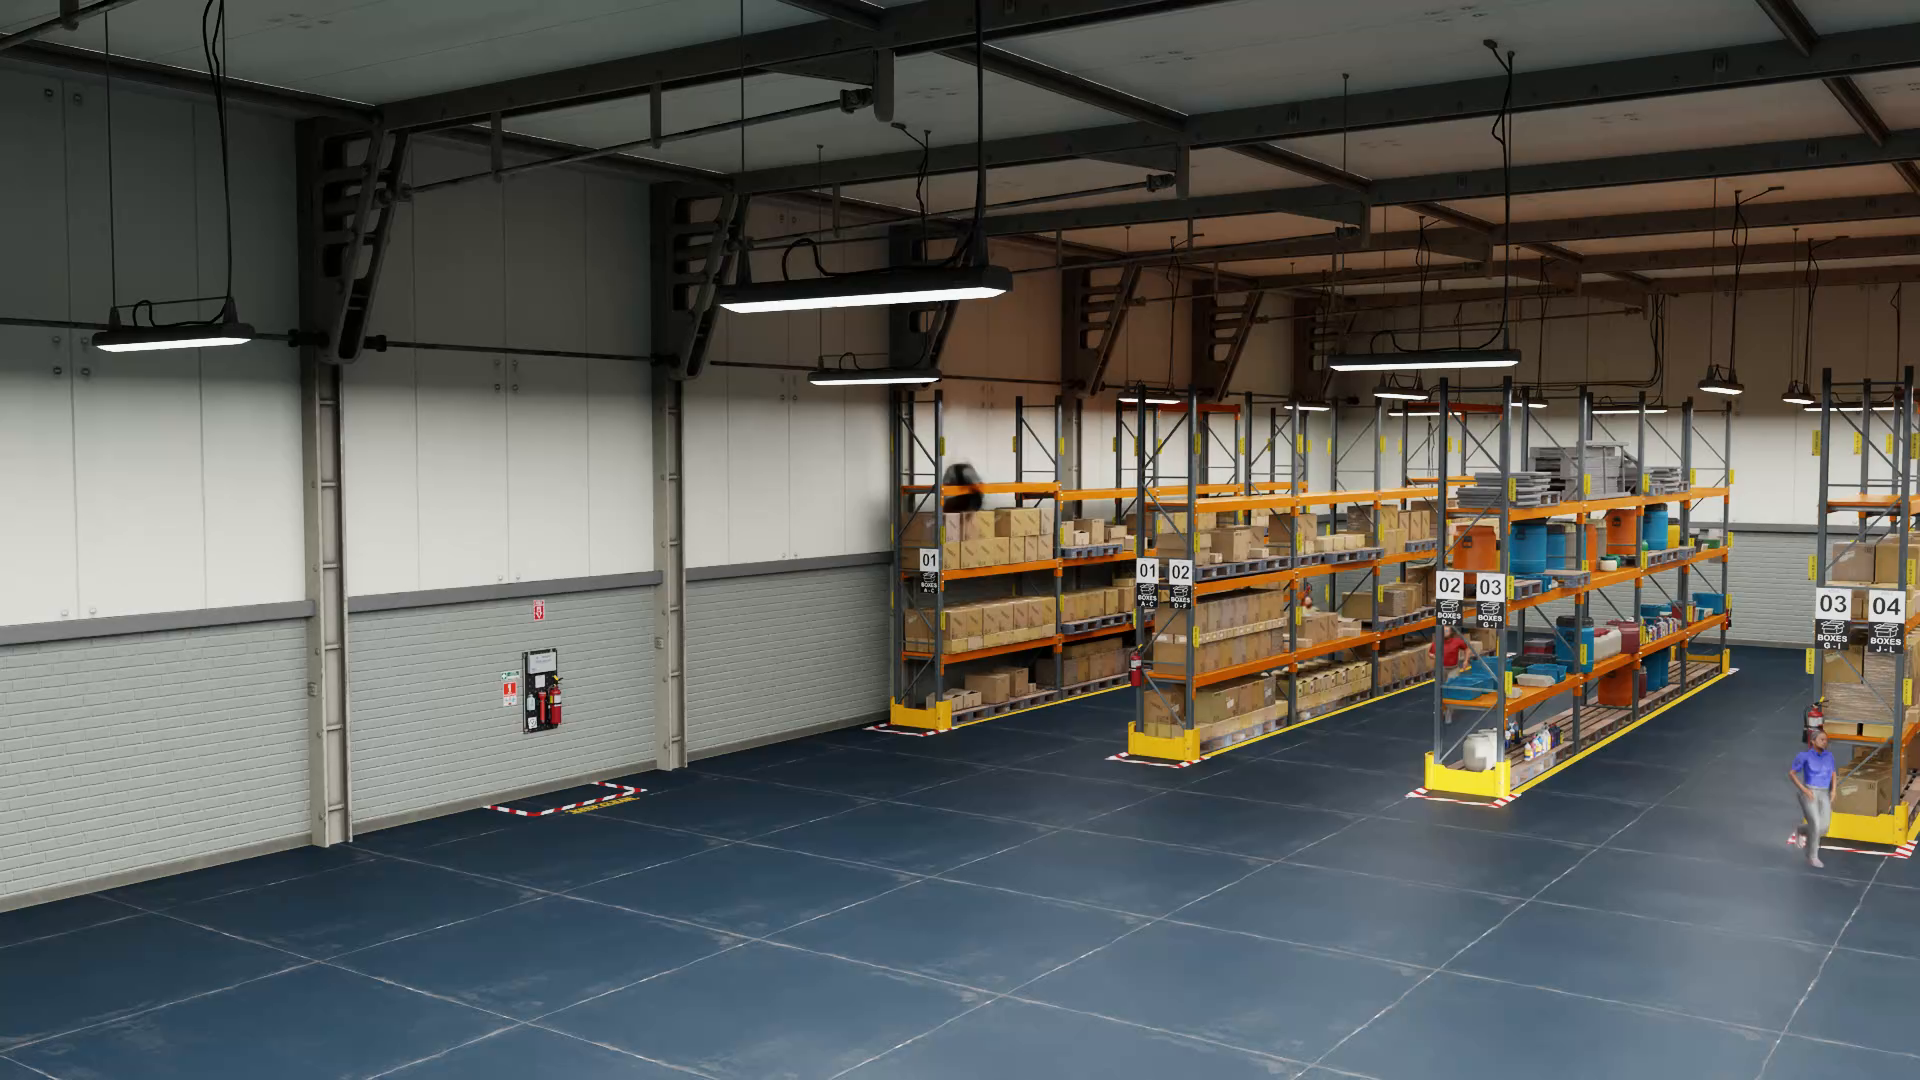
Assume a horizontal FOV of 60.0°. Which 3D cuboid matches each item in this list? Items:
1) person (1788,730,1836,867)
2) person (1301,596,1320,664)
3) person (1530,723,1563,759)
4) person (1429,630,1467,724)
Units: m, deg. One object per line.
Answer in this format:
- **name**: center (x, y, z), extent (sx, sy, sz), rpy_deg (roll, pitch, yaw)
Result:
- **person**: center (10.266, 3.098, 20.051), extent (0.612, 1.643, 0.619), rpy_deg (0, 3, -8)
- **person**: center (7.835, 2.078, 37.469), extent (0.547, 1.666, 1.119), rpy_deg (2, 4, 31)
- **person**: center (15.429, 1.518, 32.194), extent (18.901, 3.396, 21.204), rpy_deg (-3, 4, -39)
- **person**: center (18.842, 2.491, 30.151), extent (18.071, 1.723, 10.413), rpy_deg (2, 4, 30)
